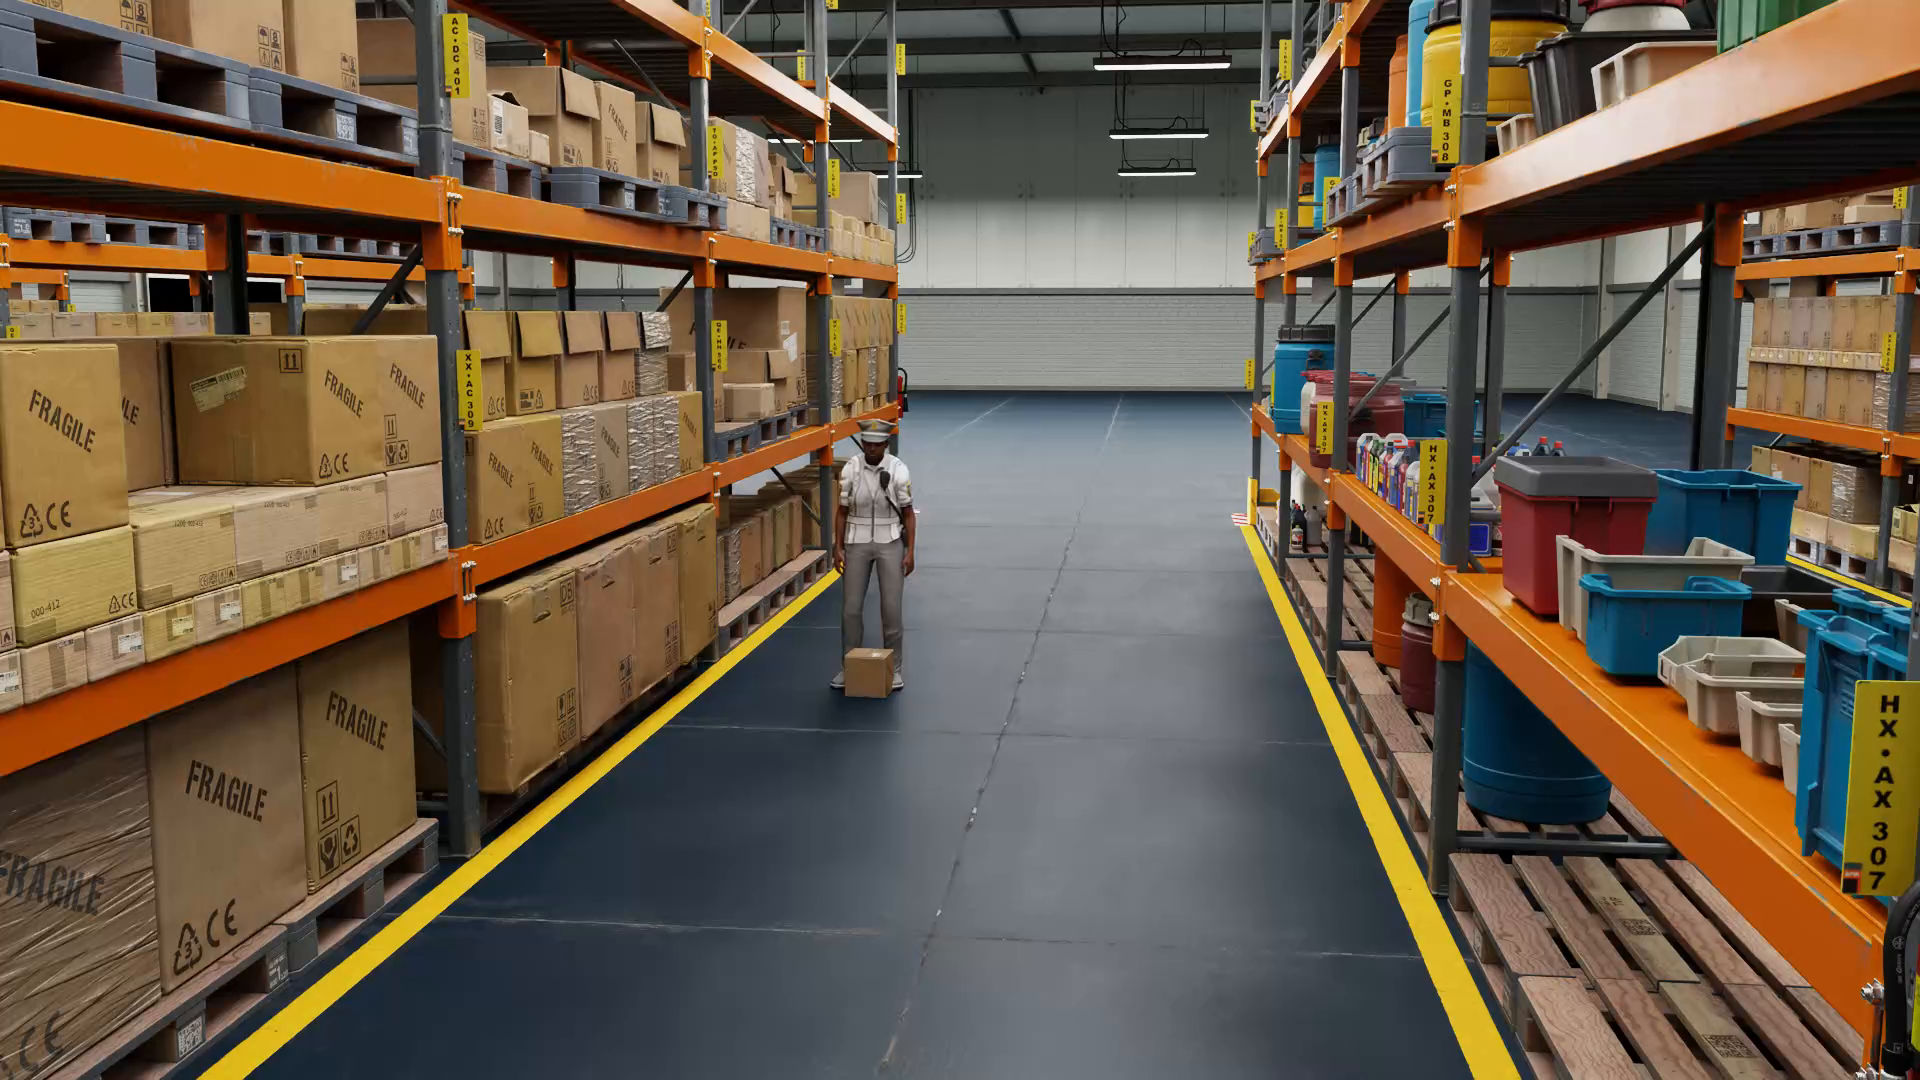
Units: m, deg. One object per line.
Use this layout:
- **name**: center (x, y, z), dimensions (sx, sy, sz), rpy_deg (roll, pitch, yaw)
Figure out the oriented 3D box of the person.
- **person**: center (-0.533, 0.079, 10.225), dimensions (0.517, 1.657, 0.400), rpy_deg (1, 8, 5)
